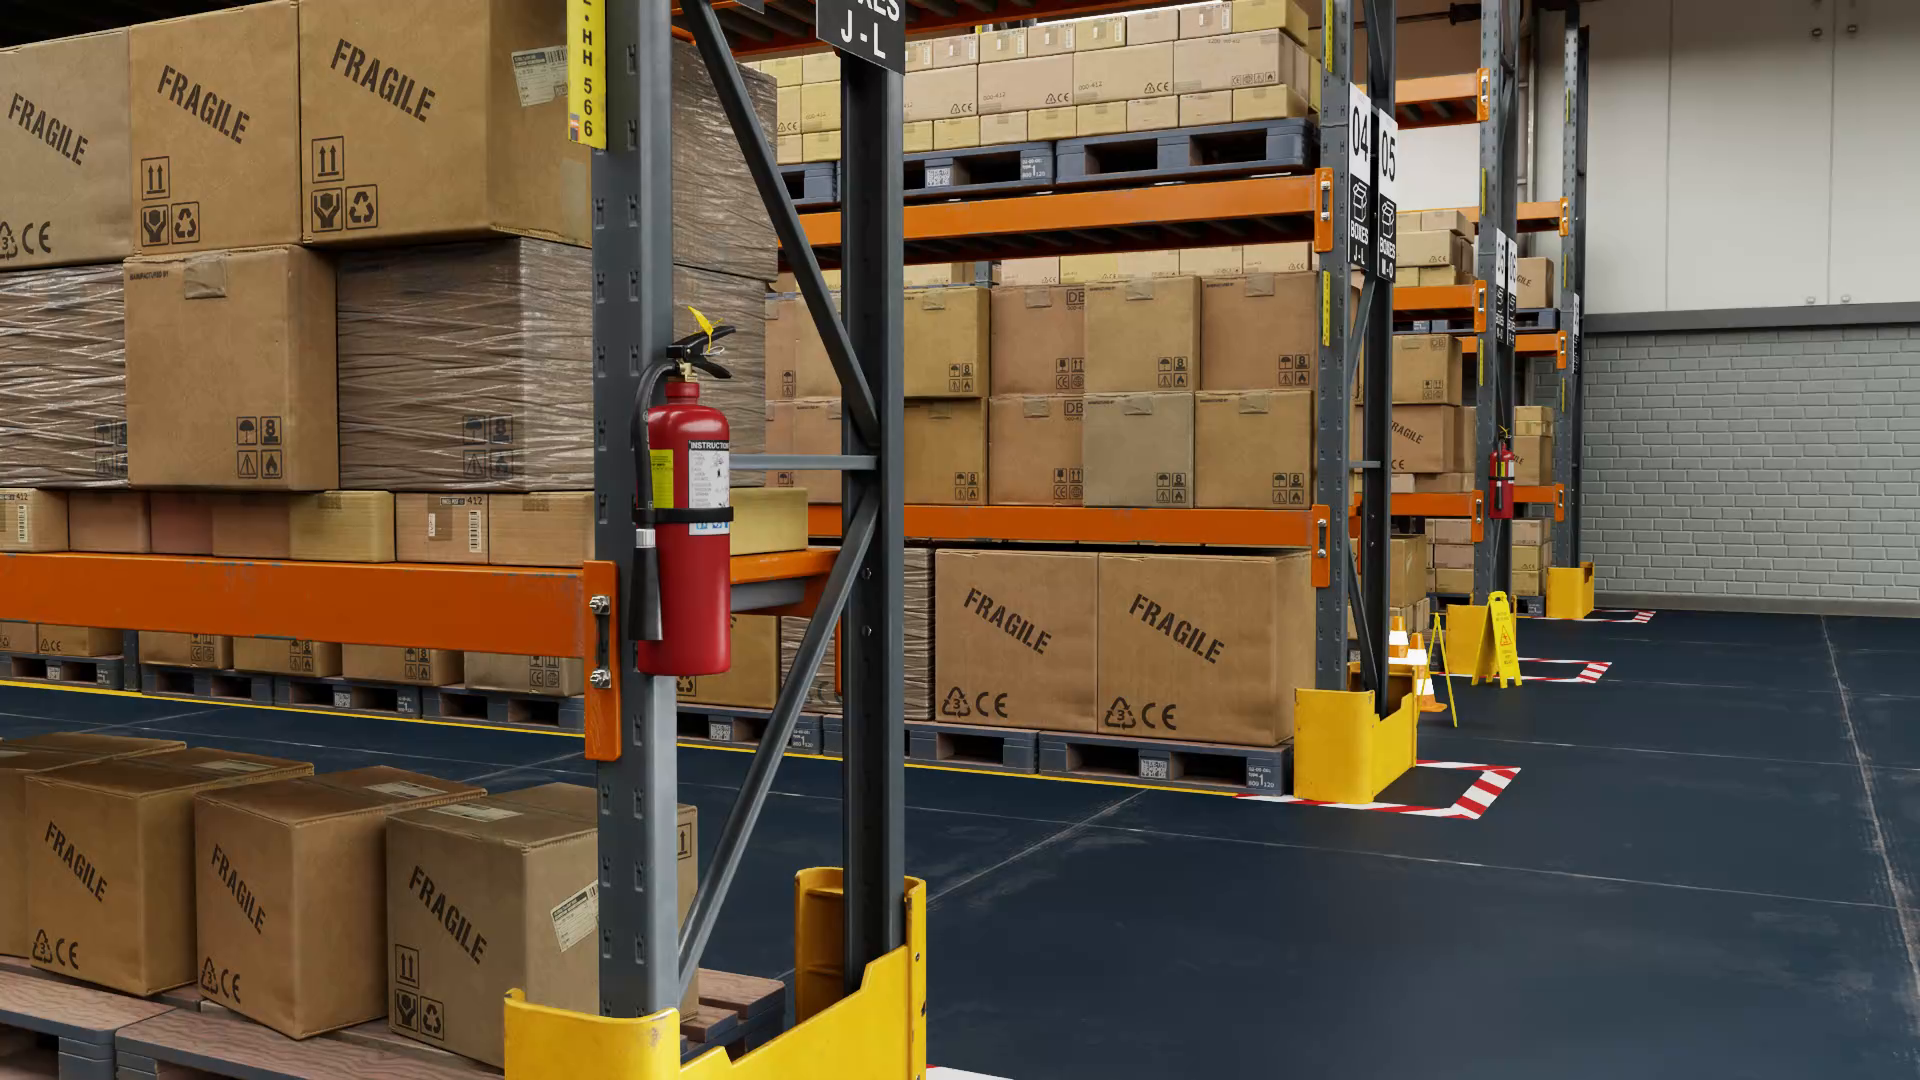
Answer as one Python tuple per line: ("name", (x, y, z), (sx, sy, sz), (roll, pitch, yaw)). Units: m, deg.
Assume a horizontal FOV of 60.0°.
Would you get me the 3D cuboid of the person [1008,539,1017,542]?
("person", (0.616, -0.033, 15.751), (0.478, 1.666, 0.568), (-2, 3, -35))
